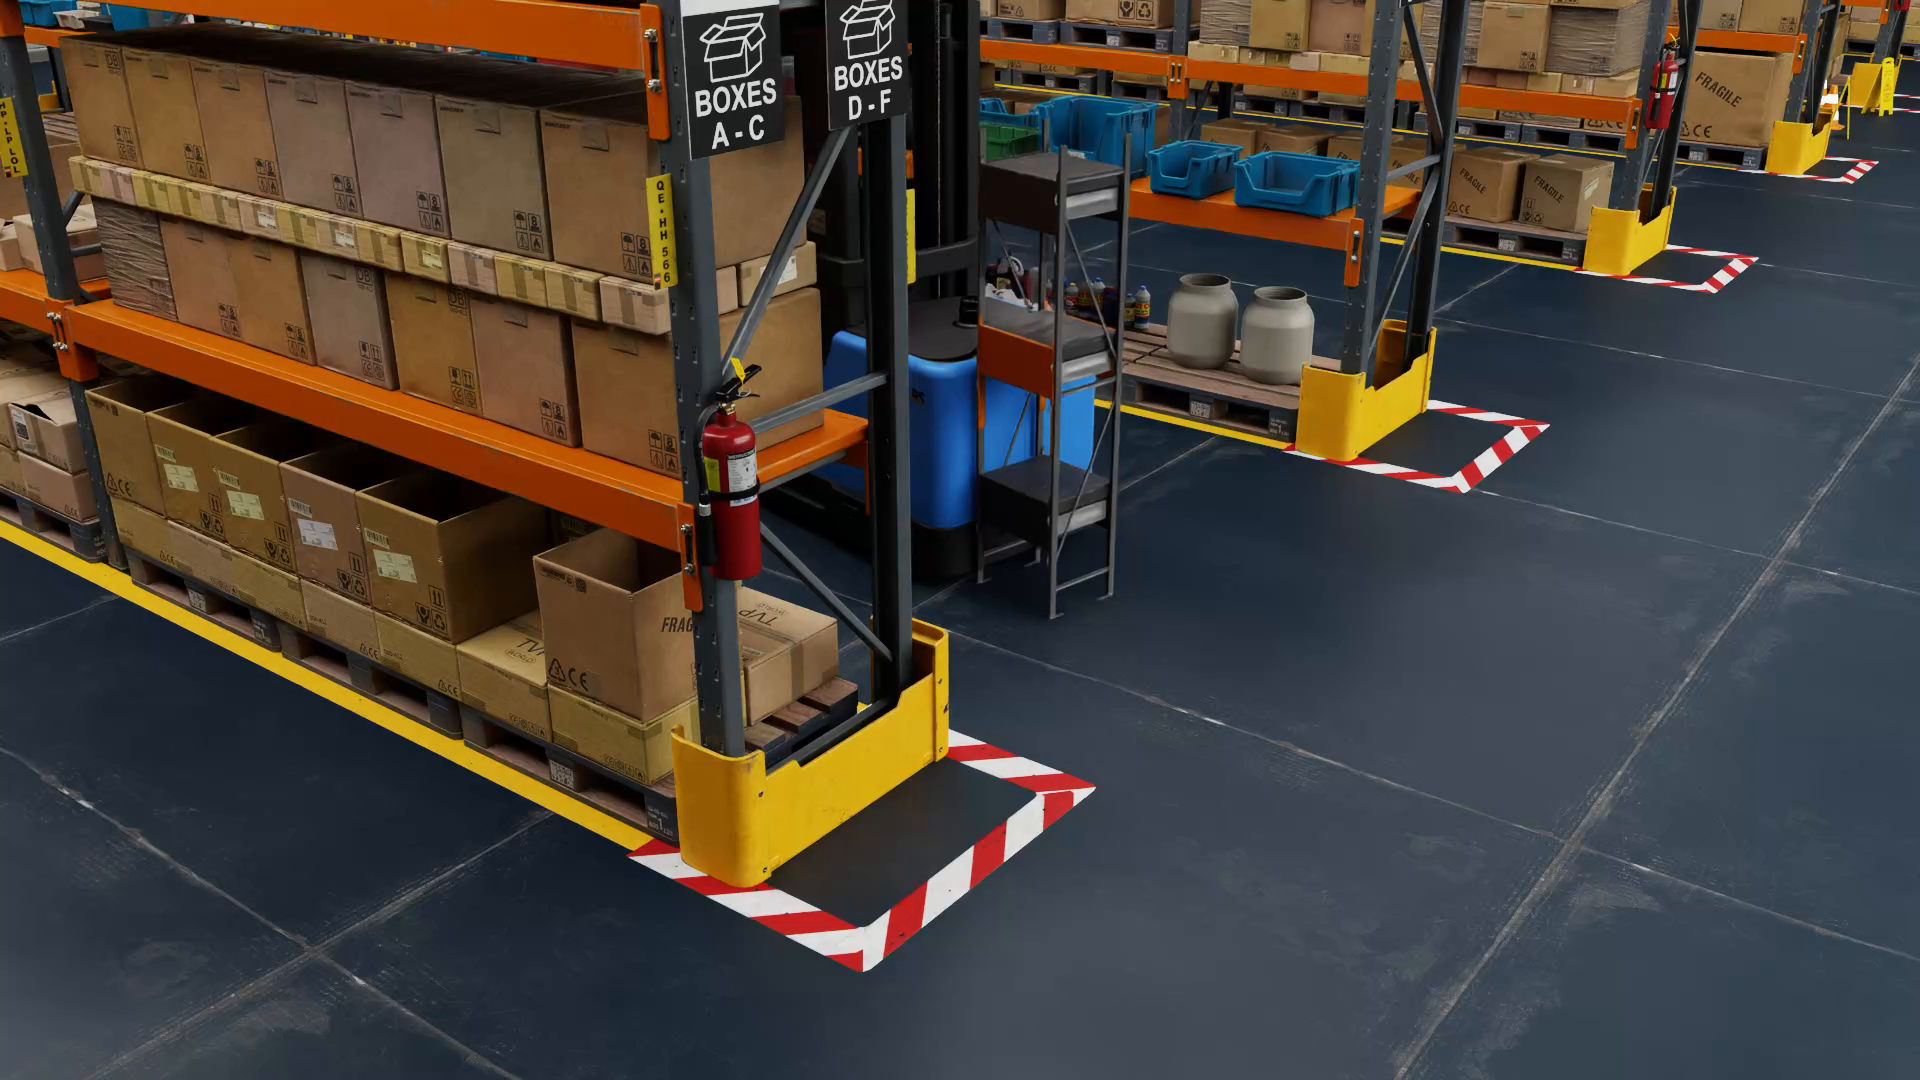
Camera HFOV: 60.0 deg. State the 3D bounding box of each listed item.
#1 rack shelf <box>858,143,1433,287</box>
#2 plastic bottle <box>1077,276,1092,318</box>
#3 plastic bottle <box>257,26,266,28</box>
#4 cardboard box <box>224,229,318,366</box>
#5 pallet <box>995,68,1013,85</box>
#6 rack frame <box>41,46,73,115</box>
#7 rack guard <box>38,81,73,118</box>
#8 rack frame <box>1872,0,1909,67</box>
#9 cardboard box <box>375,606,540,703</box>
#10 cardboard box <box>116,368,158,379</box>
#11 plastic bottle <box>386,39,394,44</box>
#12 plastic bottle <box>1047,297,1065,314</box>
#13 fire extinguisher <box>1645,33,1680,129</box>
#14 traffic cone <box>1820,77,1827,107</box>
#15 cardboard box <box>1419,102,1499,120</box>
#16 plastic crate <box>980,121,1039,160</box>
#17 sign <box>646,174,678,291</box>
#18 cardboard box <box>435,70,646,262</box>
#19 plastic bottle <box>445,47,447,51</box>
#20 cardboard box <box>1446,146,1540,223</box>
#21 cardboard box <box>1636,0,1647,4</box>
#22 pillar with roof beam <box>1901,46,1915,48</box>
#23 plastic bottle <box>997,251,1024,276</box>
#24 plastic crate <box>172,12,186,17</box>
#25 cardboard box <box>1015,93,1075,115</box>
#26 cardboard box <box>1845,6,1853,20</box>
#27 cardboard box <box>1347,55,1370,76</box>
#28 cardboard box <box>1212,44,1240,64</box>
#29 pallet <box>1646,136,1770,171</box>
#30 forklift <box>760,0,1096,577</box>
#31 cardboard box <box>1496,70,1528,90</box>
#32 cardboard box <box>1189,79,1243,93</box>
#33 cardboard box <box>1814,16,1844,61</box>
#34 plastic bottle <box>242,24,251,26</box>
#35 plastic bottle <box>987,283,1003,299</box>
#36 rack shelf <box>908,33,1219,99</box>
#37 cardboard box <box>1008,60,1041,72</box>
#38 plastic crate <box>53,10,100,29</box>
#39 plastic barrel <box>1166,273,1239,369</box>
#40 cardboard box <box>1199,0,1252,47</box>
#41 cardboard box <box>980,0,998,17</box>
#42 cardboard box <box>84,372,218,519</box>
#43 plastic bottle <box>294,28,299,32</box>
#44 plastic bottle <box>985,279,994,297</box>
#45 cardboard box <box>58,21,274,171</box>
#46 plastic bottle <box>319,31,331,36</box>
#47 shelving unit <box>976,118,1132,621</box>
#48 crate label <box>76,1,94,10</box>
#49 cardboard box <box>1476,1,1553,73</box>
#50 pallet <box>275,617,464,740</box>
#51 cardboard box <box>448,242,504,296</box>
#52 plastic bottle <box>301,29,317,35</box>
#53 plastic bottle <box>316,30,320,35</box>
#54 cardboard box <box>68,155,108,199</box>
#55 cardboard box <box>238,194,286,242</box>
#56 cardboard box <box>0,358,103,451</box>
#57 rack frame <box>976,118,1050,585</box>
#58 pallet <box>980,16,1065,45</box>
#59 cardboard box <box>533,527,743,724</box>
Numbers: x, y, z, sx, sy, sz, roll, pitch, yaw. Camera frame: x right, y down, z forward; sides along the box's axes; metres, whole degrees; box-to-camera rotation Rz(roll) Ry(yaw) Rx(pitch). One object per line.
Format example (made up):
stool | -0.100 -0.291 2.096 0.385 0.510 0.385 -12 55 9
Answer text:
rack shelf | 0.849 -2.178 10.365 4.000 0.370 1.077 17 29 33
plastic bottle | 0.831 -1.622 11.050 0.097 0.271 0.097 0 24 0
plastic bottle | -6.085 -4.354 14.565 0.135 0.276 0.152 17 29 33
cardboard box | -2.542 -1.086 6.871 0.500 0.500 0.700 17 29 34
pallet | 0.477 -6.341 22.379 1.213 0.211 1.003 17 29 33
rack frame | -10.354 -5.893 17.904 0.127 3.000 1.000 17 29 33
rack guard | -10.381 -4.750 18.412 0.348 0.500 1.175 17 29 33
rack frame | 11.363 -6.819 20.006 0.127 3.000 1.000 17 29 33
cardboard box | -1.940 0.368 6.584 0.500 0.250 0.500 17 29 33
cardboard box | -3.907 -0.764 8.459 0.500 0.311 0.500 17 29 33
plastic bottle | -5.002 -4.408 14.679 0.133 0.283 0.061 17 29 33
plastic bottle | 0.595 -1.389 10.505 0.133 0.283 0.061 17 29 33
fire extinguisher | 5.235 -3.410 12.365 0.183 0.674 0.296 17 29 33
traffic cone | 10.245 -5.346 19.809 0.334 0.463 0.336 17 29 33
cardboard box | 5.736 -5.210 18.469 0.875 0.875 0.875 17 29 34
plastic crate | 0.165 -2.475 10.409 0.662 0.188 0.450 17 29 33
sign | -0.861 -0.893 4.827 0.005 0.325 0.100 17 29 33
cardboard box | -1.357 -1.321 5.795 0.500 0.500 0.700 16 28 32
plastic bottle | -4.341 -4.208 14.225 0.133 0.283 0.061 17 29 33
cardboard box | 4.431 -2.960 13.827 0.500 0.500 0.500 -17 29 -34
cardboard box | 5.143 -4.482 12.969 0.500 0.500 0.500 17 29 33
pillar with roof beam | 11.738 -10.237 20.323 0.400 9.000 9.100 17 29 33
plastic bottle | 0.348 -1.793 11.338 0.185 0.351 0.144 17 29 33
plastic crate | -7.717 -5.279 16.357 0.583 0.464 0.402 17 29 33
cardboard box | 0.922 -4.058 16.295 0.500 0.500 0.700 14 27 29
cardboard box | 12.939 -7.844 24.601 0.500 0.250 0.500 16 28 32
cardboard box | 3.419 -3.966 13.844 0.250 0.149 0.380 17 29 33
cardboard box | 2.403 -4.260 14.510 0.250 0.149 0.380 17 29 33
pallet | 7.788 -4.089 17.270 1.213 0.211 1.003 17 29 33
forklift | -0.675 -1.686 8.441 1.130 2.935 3.031 -19 30 -37
cardboard box | 4.446 -3.679 13.191 0.250 0.149 0.380 17 29 33
cardboard box | 3.208 -5.908 20.208 0.750 0.750 1.050 17 29 34
cardboard box | 10.565 -6.206 20.573 0.500 0.500 0.500 17 29 34
plastic bottle | -6.271 -4.410 14.692 0.135 0.276 0.152 17 29 33
plastic bottle | 0.205 -1.522 10.817 0.135 0.276 0.152 17 29 33
rack shelf | 0.618 -4.743 16.187 4.000 0.370 1.077 17 29 33
cardboard box | 0.977 -6.382 21.593 0.500 0.500 0.500 18 30 35
plastic crate | -8.727 -5.156 16.485 0.466 0.136 0.293 17 29 33
plastic barrel | 1.475 -1.333 10.120 0.421 0.512 0.421 0 24 0
cardboard box | 2.542 -4.642 14.572 0.500 0.500 0.875 17 29 33
cardboard box | 0.221 -5.200 15.997 0.500 0.250 0.500 16 28 32
cardboard box | -3.542 -0.458 7.528 0.500 0.500 0.500 17 29 33
plastic bottle | -5.766 -4.314 14.481 0.097 0.271 0.097 0 24 0
plastic bottle | 0.136 -1.502 10.679 0.185 0.351 0.144 17 29 33
cardboard box | -3.367 -1.928 7.172 0.500 0.500 0.700 17 29 34
plastic bottle | -5.715 -4.532 14.975 0.097 0.271 0.097 0 24 0
shelving unit | 0.390 -0.728 7.299 0.431 2.100 0.503 -19 30 -37
crate label | -9.132 -5.526 17.325 0.243 0.136 0.396 17 29 33
cardboard box | 4.524 -4.028 13.178 0.500 0.500 0.875 17 29 33
pallet | -2.134 0.383 7.119 1.213 0.211 1.003 17 29 33
cardboard box | -1.560 -0.986 5.839 0.250 0.149 0.380 17 29 34
plastic bottle | -5.549 -4.224 14.178 0.185 0.351 0.144 17 29 33
plastic bottle | -5.841 -4.635 15.203 0.135 0.276 0.152 17 29 33
cardboard box | -3.627 -1.609 7.253 0.250 0.149 0.380 17 29 33
cardboard box | -2.593 -1.298 6.548 0.250 0.149 0.380 16 28 32
cardboard box | -4.642 -0.713 8.343 0.500 0.311 0.500 18 29 35
rack frame | 0.231 -0.803 7.468 0.400 2.100 0.015 -19 30 -37
pallet | 0.626 -5.003 16.122 1.213 0.211 1.003 17 29 33
cardboard box | -1.132 0.263 5.892 0.500 0.500 0.500 17 29 33
